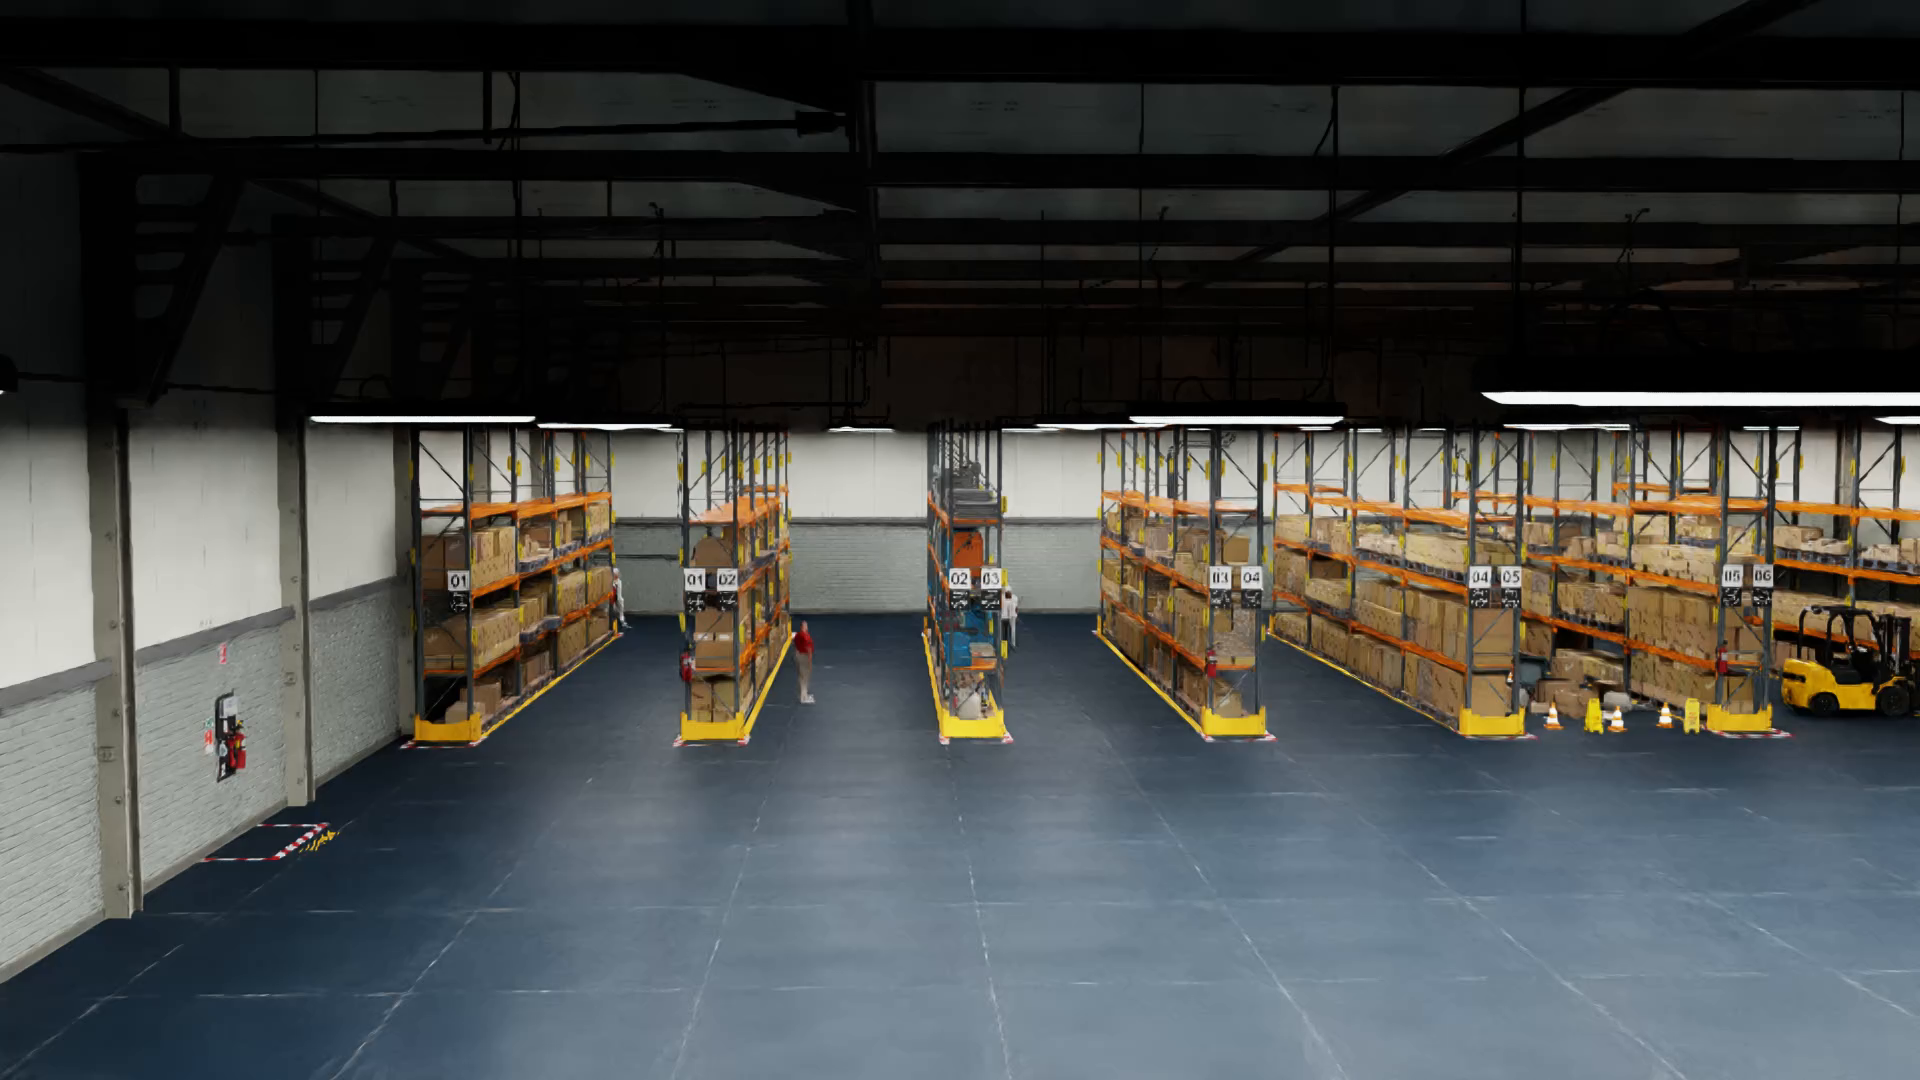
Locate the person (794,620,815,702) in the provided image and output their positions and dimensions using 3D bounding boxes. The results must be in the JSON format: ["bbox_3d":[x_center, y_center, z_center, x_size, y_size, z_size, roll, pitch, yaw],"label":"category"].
[{"bbox_3d":[-3.294,2.572,35.515,0.449,1.737,0.595,-2,4,-34],"label":"person"}]

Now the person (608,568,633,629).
[{"bbox_3d":[-10.007,1.714,48.512,0.567,1.781,0.718,3,5,36],"label":"person"}]

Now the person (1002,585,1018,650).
[{"bbox_3d":[1.268,2.037,44.221,0.577,1.691,1.121,0,4,0],"label":"person"}]
